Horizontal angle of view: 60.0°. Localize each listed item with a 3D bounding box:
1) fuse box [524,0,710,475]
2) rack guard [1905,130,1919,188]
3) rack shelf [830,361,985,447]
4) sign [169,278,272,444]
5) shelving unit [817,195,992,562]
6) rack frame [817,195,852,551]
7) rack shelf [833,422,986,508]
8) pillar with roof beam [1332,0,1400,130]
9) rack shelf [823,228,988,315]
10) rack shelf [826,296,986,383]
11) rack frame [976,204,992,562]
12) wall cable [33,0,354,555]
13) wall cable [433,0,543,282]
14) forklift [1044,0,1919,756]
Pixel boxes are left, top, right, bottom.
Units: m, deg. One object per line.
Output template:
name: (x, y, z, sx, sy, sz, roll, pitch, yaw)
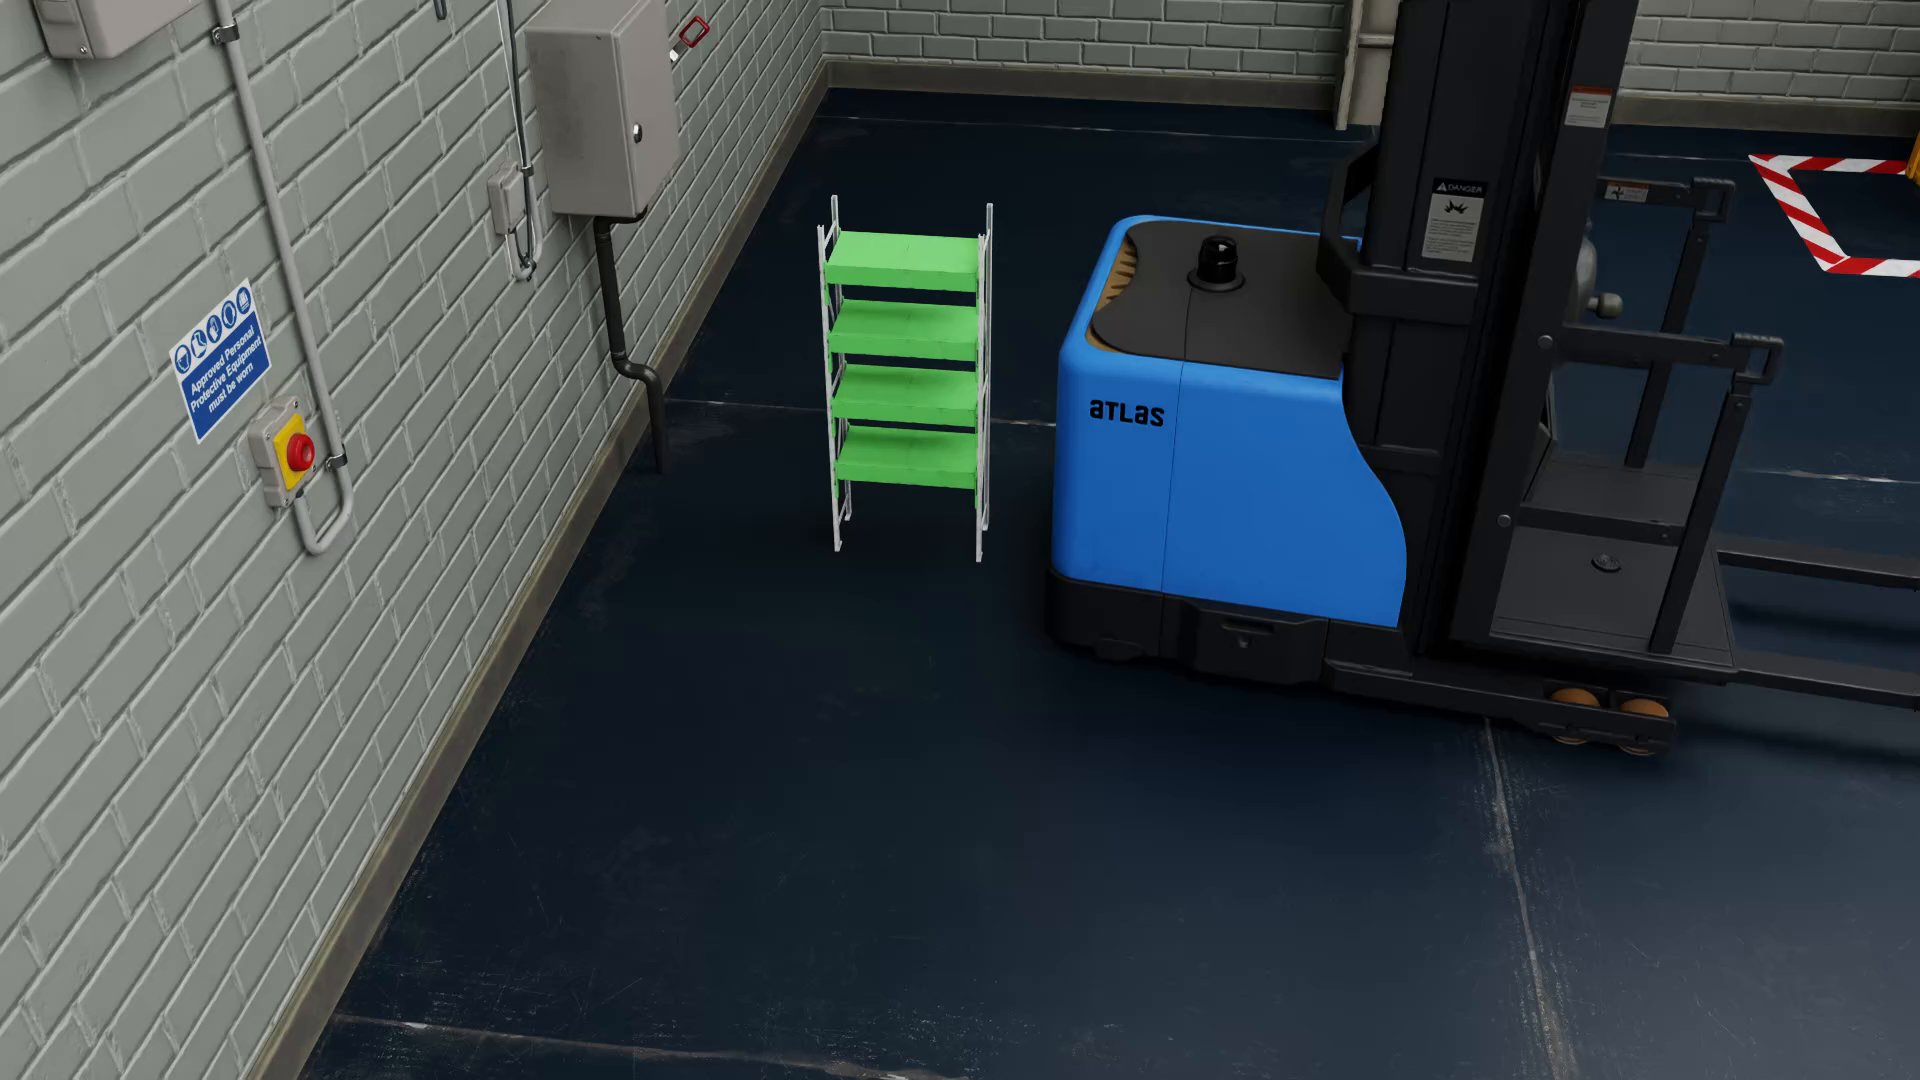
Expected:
fuse box: (-1.055, -0.964, 5.628, 0.414, 1.711, 0.539, 4, 36, 6)
rack guard: (4.833, -1.723, 7.733, 0.348, 0.500, 1.175, 4, 36, 6)
rack shelf: (-0.164, -0.449, 5.456, 0.480, 0.148, 0.258, 4, 36, 6)
sign: (-1.534, -0.376, 3.462, 0.001, 0.218, 0.327, 4, 36, 6)
shelving unit: (-0.164, -0.501, 5.419, 0.503, 1.200, 0.258, 4, 36, 6)
rack frame: (-0.406, -0.519, 5.444, 0.015, 1.200, 0.240, 4, 36, 6)
rack shelf: (-0.164, -0.253, 5.595, 0.480, 0.148, 0.258, 4, 36, 6)
pillar with roof beam: (1.649, -3.426, 2.804, 0.400, 9.000, 9.100, 4, 36, 6)
rack shelf: (-0.164, -0.839, 5.177, 0.480, 0.148, 0.258, 4, 36, 6)
rack shelf: (-0.164, -0.644, 5.316, 0.480, 0.148, 0.258, 4, 36, 6)
rack frame: (0.078, -0.483, 5.393, 0.015, 1.200, 0.240, 4, 36, 6)
wall cable: (-1.467, -0.715, 3.269, 0.123, 1.953, 0.585, 4, 36, 6)
wall cable: (-1.298, -1.521, 4.424, 0.122, 1.984, 0.588, 4, 36, 6)
forklift: (1.840, -0.905, 4.495, 3.031, 2.935, 1.130, 8, 36, 12)
